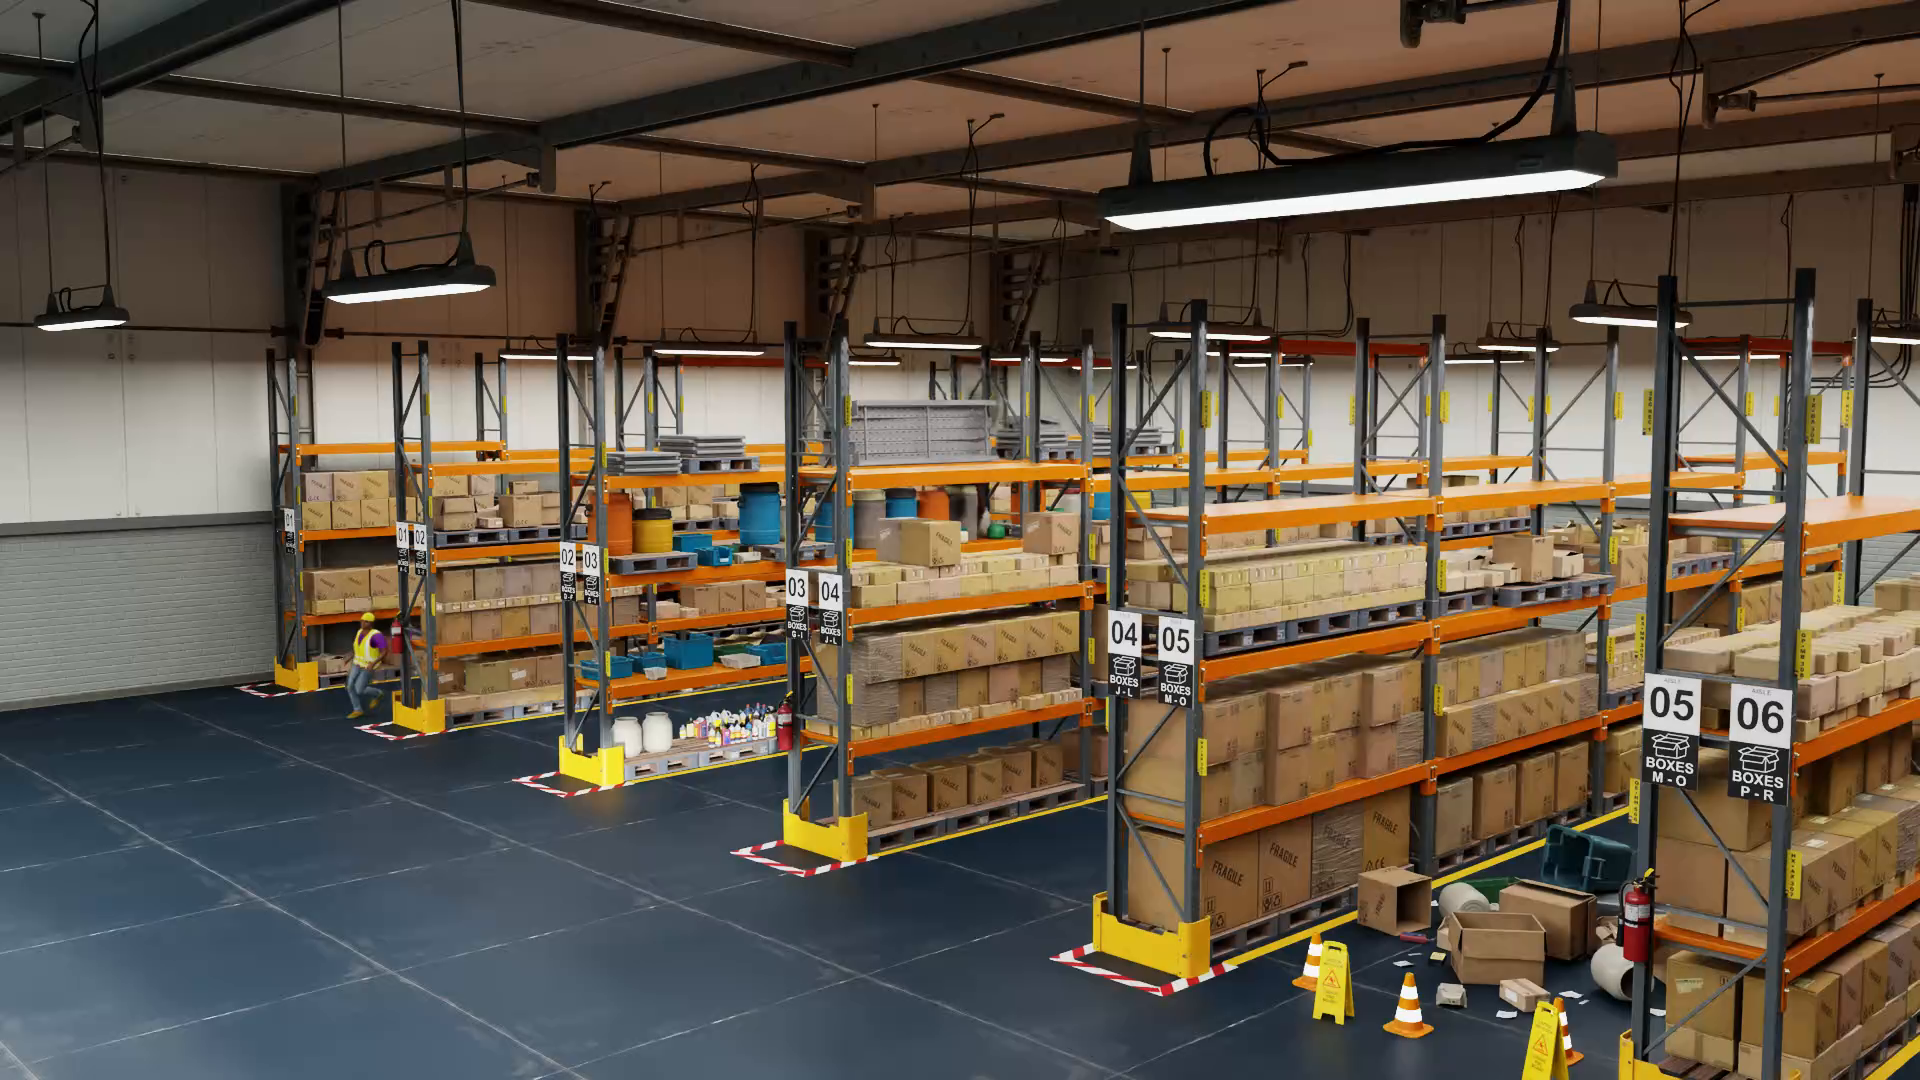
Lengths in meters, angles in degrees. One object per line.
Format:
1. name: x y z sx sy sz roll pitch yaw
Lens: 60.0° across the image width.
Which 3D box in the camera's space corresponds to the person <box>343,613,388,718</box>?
1. person: -9.535 2.012 26.800 0.747 1.720 0.590 3 6 30
